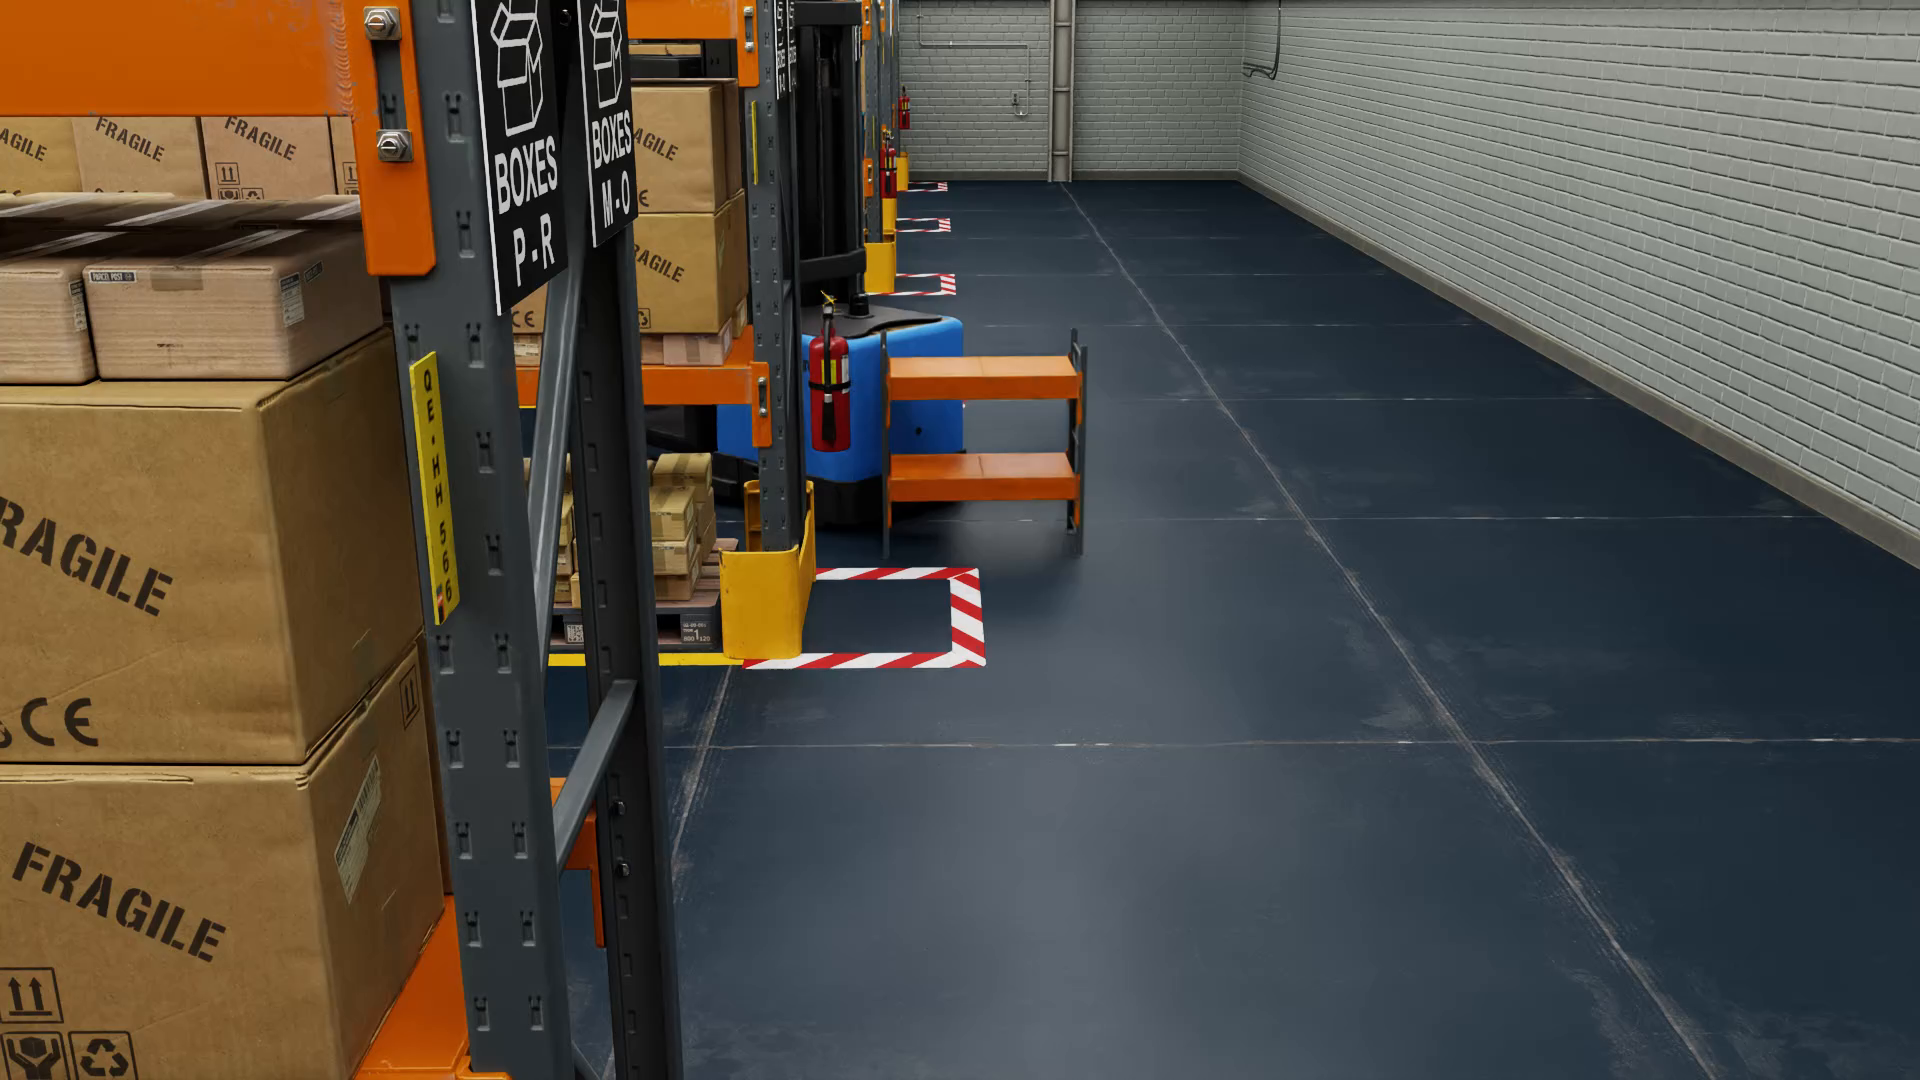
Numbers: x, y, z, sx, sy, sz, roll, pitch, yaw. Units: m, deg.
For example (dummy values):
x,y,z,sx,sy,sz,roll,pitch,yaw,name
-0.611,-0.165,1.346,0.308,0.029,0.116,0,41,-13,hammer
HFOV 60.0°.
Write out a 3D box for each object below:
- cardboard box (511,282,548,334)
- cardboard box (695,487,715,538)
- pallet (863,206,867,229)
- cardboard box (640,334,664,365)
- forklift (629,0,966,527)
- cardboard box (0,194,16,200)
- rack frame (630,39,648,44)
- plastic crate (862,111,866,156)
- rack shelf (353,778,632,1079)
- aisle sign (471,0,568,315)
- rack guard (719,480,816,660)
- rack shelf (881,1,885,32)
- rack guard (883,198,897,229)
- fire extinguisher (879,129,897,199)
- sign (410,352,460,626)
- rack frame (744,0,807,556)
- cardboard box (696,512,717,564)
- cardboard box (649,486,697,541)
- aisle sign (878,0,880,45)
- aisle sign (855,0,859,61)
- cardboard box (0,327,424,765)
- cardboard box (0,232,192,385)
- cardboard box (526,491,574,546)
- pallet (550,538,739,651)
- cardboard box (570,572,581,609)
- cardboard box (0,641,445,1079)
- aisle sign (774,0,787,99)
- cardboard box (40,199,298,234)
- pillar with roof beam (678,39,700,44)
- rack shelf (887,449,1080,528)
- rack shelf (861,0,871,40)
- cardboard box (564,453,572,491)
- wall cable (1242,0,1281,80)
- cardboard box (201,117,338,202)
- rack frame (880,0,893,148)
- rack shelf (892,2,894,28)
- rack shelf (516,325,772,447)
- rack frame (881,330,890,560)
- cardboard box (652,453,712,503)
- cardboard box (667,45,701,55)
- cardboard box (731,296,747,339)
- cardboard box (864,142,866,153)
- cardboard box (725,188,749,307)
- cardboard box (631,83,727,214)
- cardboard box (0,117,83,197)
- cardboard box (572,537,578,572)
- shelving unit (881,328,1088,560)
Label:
x,y,z,sx,sy,sz,roll,pitch,yaw,name
-1.779,-1.183,7.175,0.500,0.500,0.500,-1,18,-2,cardboard box
-1.347,-0.136,8.053,0.250,0.149,0.380,0,18,1,cardboard box
-1.822,-4.284,22.058,1.213,0.211,1.003,0,18,-1,pallet
-1.390,-0.879,7.287,0.250,0.149,0.380,0,18,-1,cardboard box
-1.411,-1.819,9.918,3.031,2.935,1.130,15,23,38,forklift
-1.785,-0.484,2.783,0.250,0.149,0.380,-1,18,-3,cardboard box
-5.030,-7.110,26.303,0.127,3.000,1.000,0,18,-1,rack frame
-1.206,-4.091,16.733,0.499,0.435,0.616,0,18,-1,plastic crate
-2.640,0.788,2.859,4.000,0.370,1.077,0,18,-1,rack shelf
-0.563,-0.708,2.088,0.004,0.787,0.394,0,18,-1,aisle sign
-0.895,0.115,7.872,0.348,0.500,1.175,0,18,-1,rack guard
-2.949,-6.693,21.268,4.000,0.370,1.077,0,18,-1,rack shelf
-1.025,-4.426,22.027,0.348,0.500,1.175,0,18,-1,rack guard
-0.716,-3.752,16.569,0.183,0.674,0.296,0,18,-1,fire extinguisher
-0.645,-0.063,2.050,0.005,0.325,0.100,0,18,-1,sign
-0.819,-1.076,7.491,0.127,3.000,1.000,0,18,-1,rack frame
-1.348,-0.014,8.159,0.250,0.149,0.380,0,18,0,cardboard box
-1.344,-0.122,7.522,0.250,0.149,0.380,0,18,0,cardboard box
-0.798,-5.253,16.255,0.004,0.787,0.394,0,18,-1,aisle sign
-0.720,-3.738,11.533,0.004,0.787,0.394,0,18,-1,aisle sign
-1.118,-0.013,2.378,0.500,0.500,0.500,0,18,1,cardboard box
-1.249,-0.326,2.290,0.250,0.149,0.380,0,18,0,cardboard box
-1.853,-0.098,7.448,0.250,0.149,0.380,-1,18,-2,cardboard box
-1.708,0.245,7.937,1.213,0.211,1.003,0,18,-1,pallet
-1.598,0.180,7.555,0.250,0.149,0.380,0,18,1,cardboard box
-1.118,0.471,2.505,0.500,0.500,0.500,0,18,-1,cardboard box
-0.741,-2.222,6.809,0.004,0.787,0.394,0,18,-1,aisle sign
-1.260,-0.457,2.699,0.250,0.149,0.380,0,18,0,cardboard box
-4.276,-8.920,22.122,0.400,9.000,9.100,0,18,-1,pillar with roof beam
0.112,-0.281,8.883,1.000,0.278,0.538,-1,18,-2,rack shelf
-2.874,-5.180,16.552,4.000,0.370,1.077,0,18,-1,rack shelf
-1.876,-0.303,8.086,0.250,0.149,0.380,0,18,-1,cardboard box
4.630,-8.426,25.665,0.112,2.526,3.097,0,18,-1,wall cable
-2.828,-1.652,6.999,0.500,0.500,0.500,-1,18,-3,cardboard box
-0.949,-5.617,21.646,0.127,3.000,1.000,0,18,-1,rack frame
-3.031,-8.206,25.984,4.000,0.370,1.077,0,18,-1,rack shelf
-2.819,-0.724,7.571,4.000,0.370,1.077,0,18,-1,rack shelf
-0.396,-0.507,8.786,0.032,1.125,0.500,-1,18,-2,rack frame
-1.348,-0.303,8.087,0.250,0.149,0.380,-1,18,-3,cardboard box
-3.443,-6.043,21.173,0.500,0.500,0.500,-1,18,-2,cardboard box
-1.148,-1.055,7.836,0.250,0.149,0.380,0,18,-1,cardboard box
-1.729,-6.106,26.575,0.500,0.500,0.700,0,18,-1,cardboard box
-1.272,-1.347,7.686,0.500,0.500,0.500,1,18,2,cardboard box
-1.273,-1.663,7.034,0.500,0.500,0.500,-1,18,-2,cardboard box
-3.845,-1.657,7.014,0.500,0.500,0.500,-1,18,-3,cardboard box
-1.604,0.015,7.584,0.250,0.149,0.380,-1,18,-2,cardboard box
0.112,-0.514,8.808,1.048,1.125,0.538,-1,18,-2,shelving unit
